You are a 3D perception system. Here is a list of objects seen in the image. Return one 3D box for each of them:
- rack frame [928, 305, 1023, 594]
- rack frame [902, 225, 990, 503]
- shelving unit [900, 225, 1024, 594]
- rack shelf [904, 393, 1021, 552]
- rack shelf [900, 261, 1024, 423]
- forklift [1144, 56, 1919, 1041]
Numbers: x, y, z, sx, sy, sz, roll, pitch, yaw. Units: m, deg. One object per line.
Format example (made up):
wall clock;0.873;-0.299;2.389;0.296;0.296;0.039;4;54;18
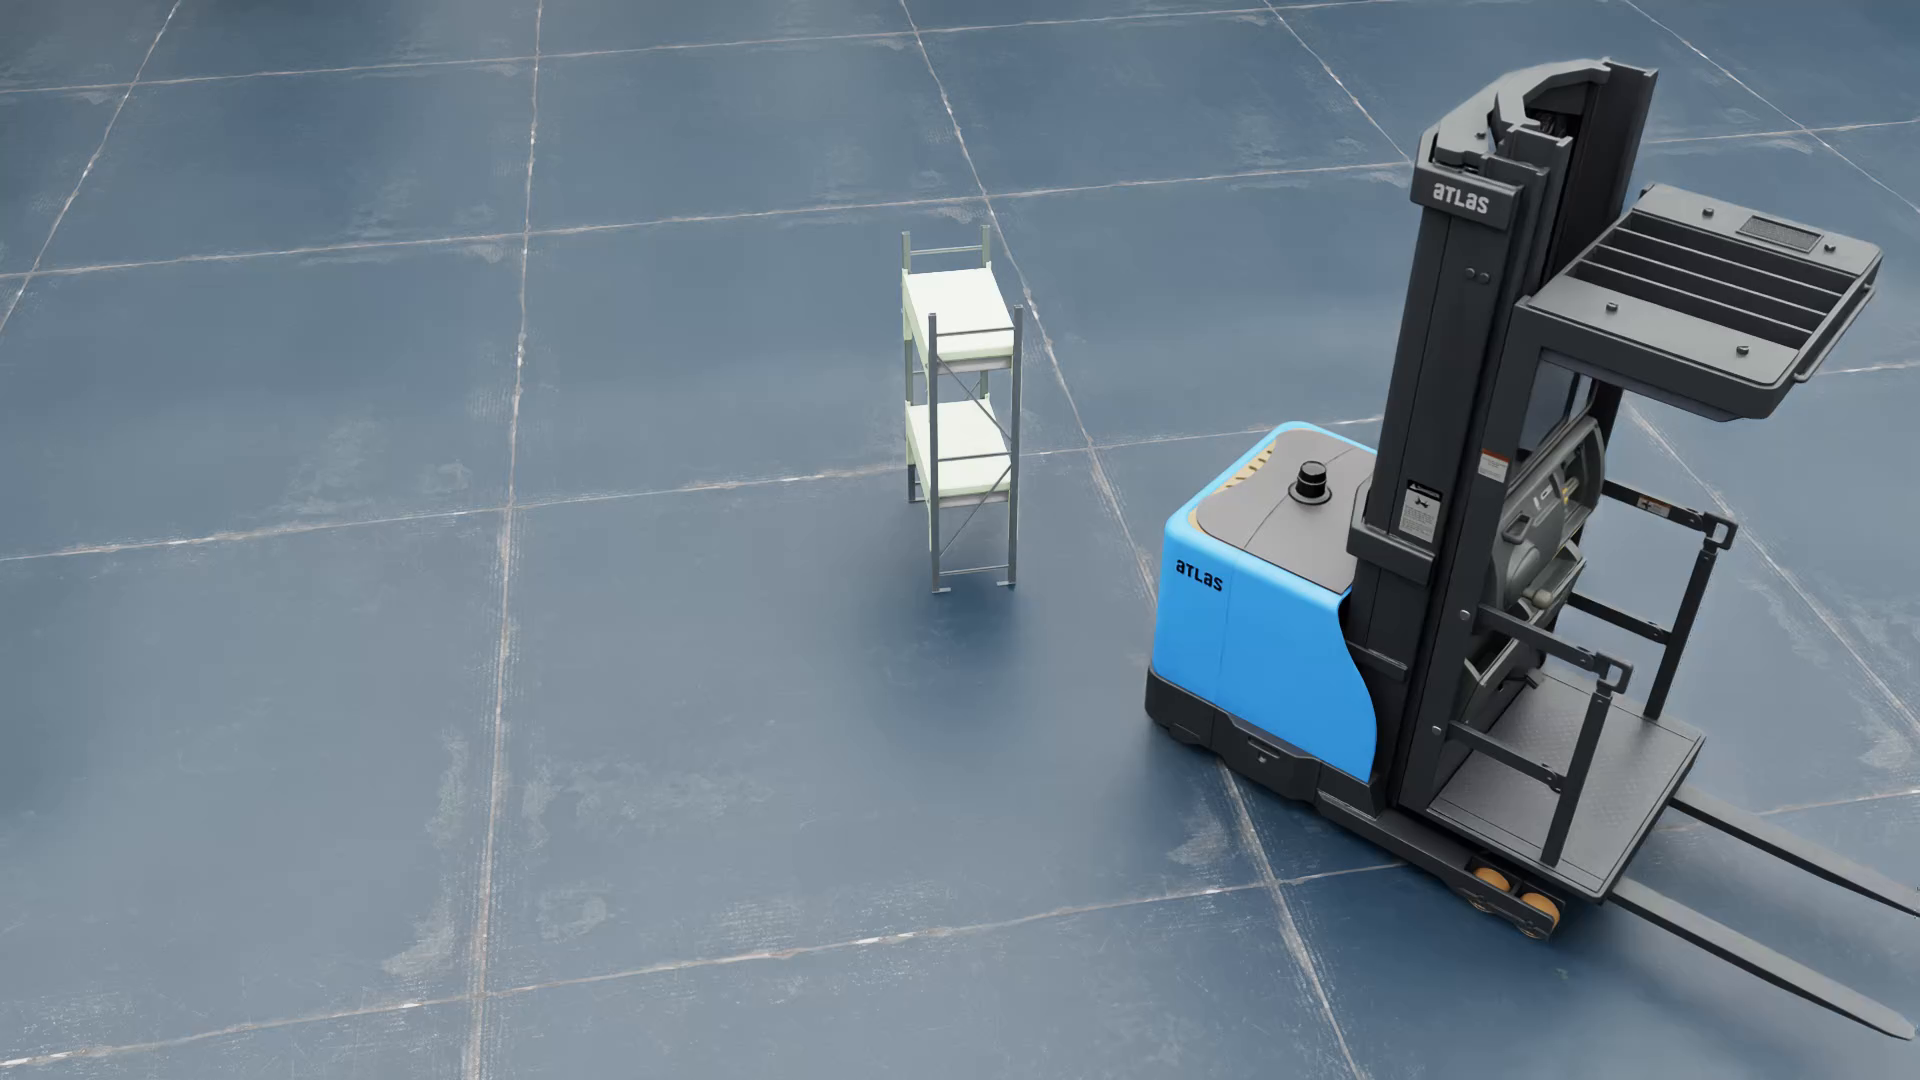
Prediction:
rack frame;0.065;-0.367;7.400;0.400;1.500;0.023;-6;38;-8
rack frame;-0.063;-0.809;7.969;0.400;1.500;0.023;-6;38;-8
shelving unit;0.001;-0.588;7.685;0.431;1.500;0.755;-6;38;-8
rack shelf;0.001;-0.331;7.885;0.431;0.370;0.720;-6;38;-8
rack shelf;0.001;-0.896;7.445;0.431;0.370;0.720;-6;38;-8
forklift;2.250;-0.038;5.810;3.031;2.935;1.130;27;45;30
